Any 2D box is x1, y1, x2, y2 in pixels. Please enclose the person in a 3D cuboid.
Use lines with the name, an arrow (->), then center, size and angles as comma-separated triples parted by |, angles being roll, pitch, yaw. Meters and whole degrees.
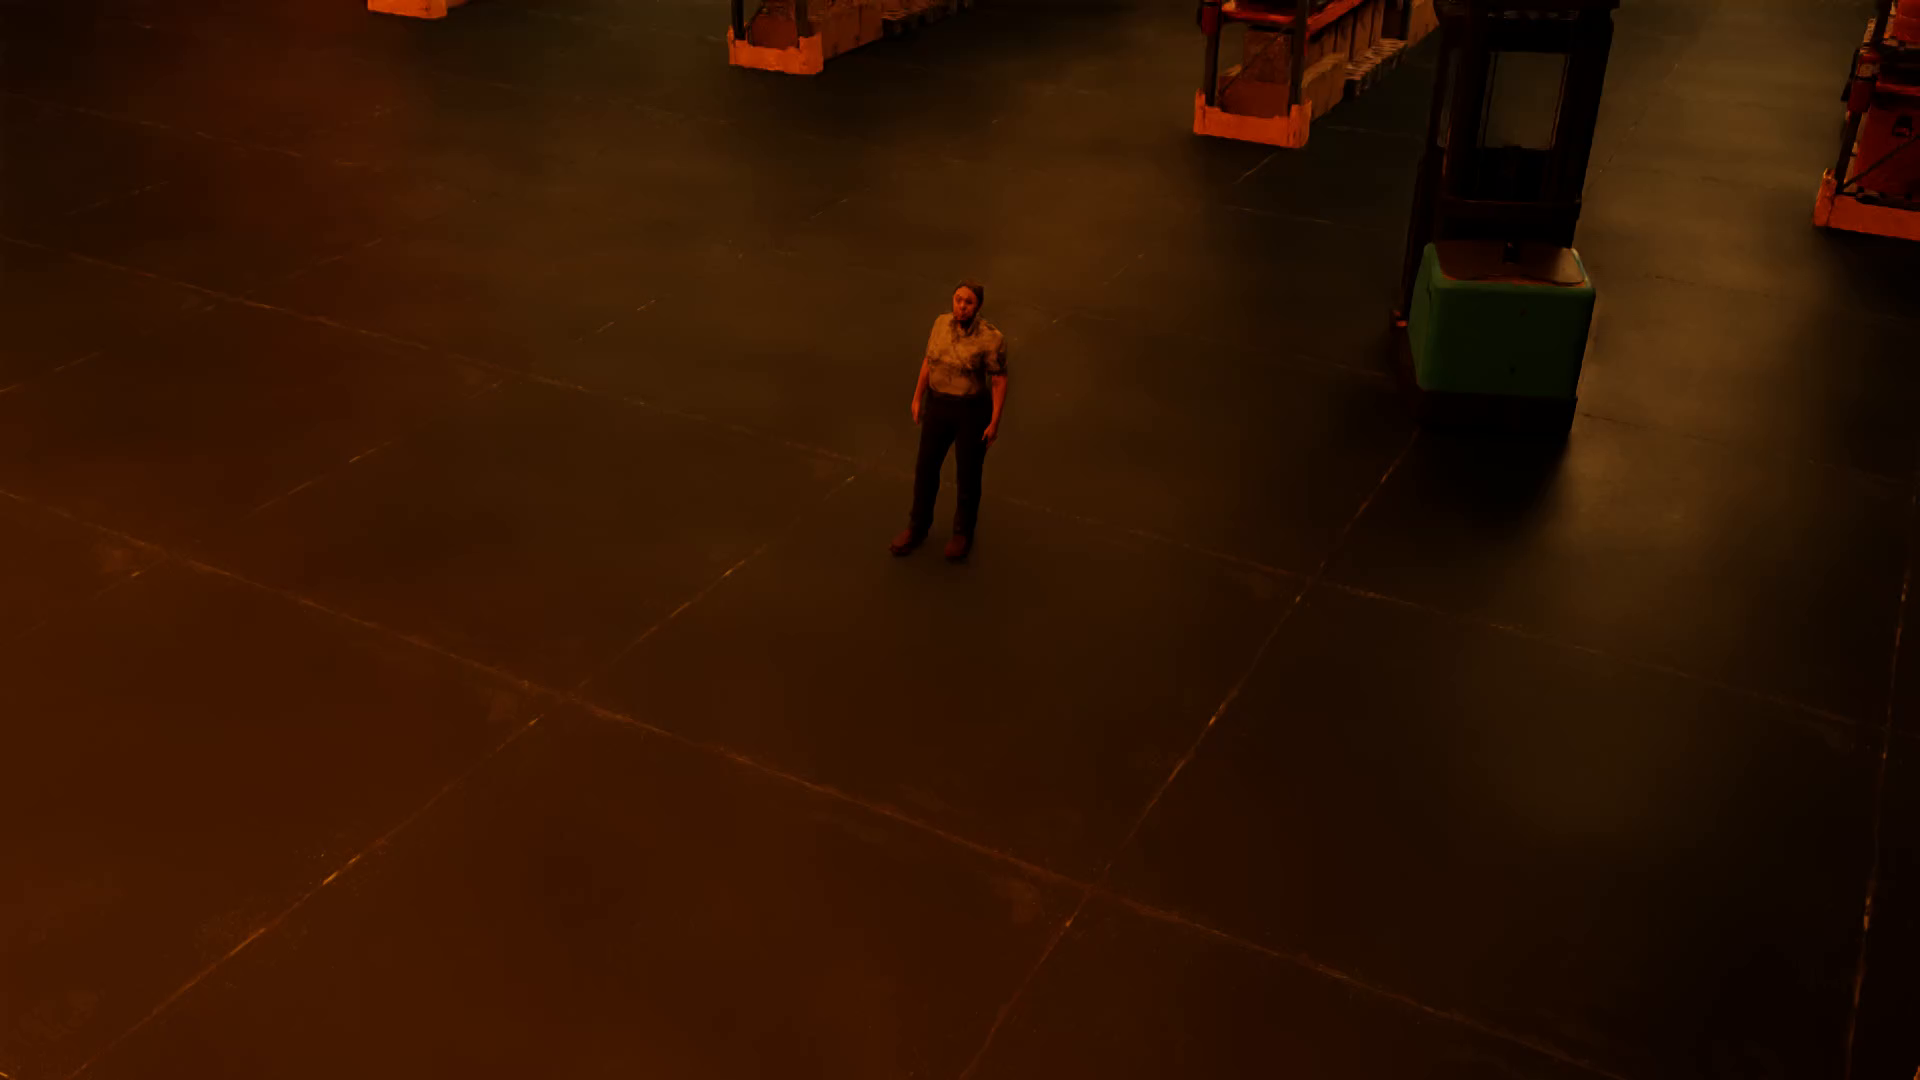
person -> -0.063, -0.682, 9.531 | 0.599, 1.642, 0.502 | 15, 33, 25

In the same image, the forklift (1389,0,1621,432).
forklift -> 3.811, -2.708, 11.762 | 1.130, 2.935, 3.031 | 4, 30, 8
